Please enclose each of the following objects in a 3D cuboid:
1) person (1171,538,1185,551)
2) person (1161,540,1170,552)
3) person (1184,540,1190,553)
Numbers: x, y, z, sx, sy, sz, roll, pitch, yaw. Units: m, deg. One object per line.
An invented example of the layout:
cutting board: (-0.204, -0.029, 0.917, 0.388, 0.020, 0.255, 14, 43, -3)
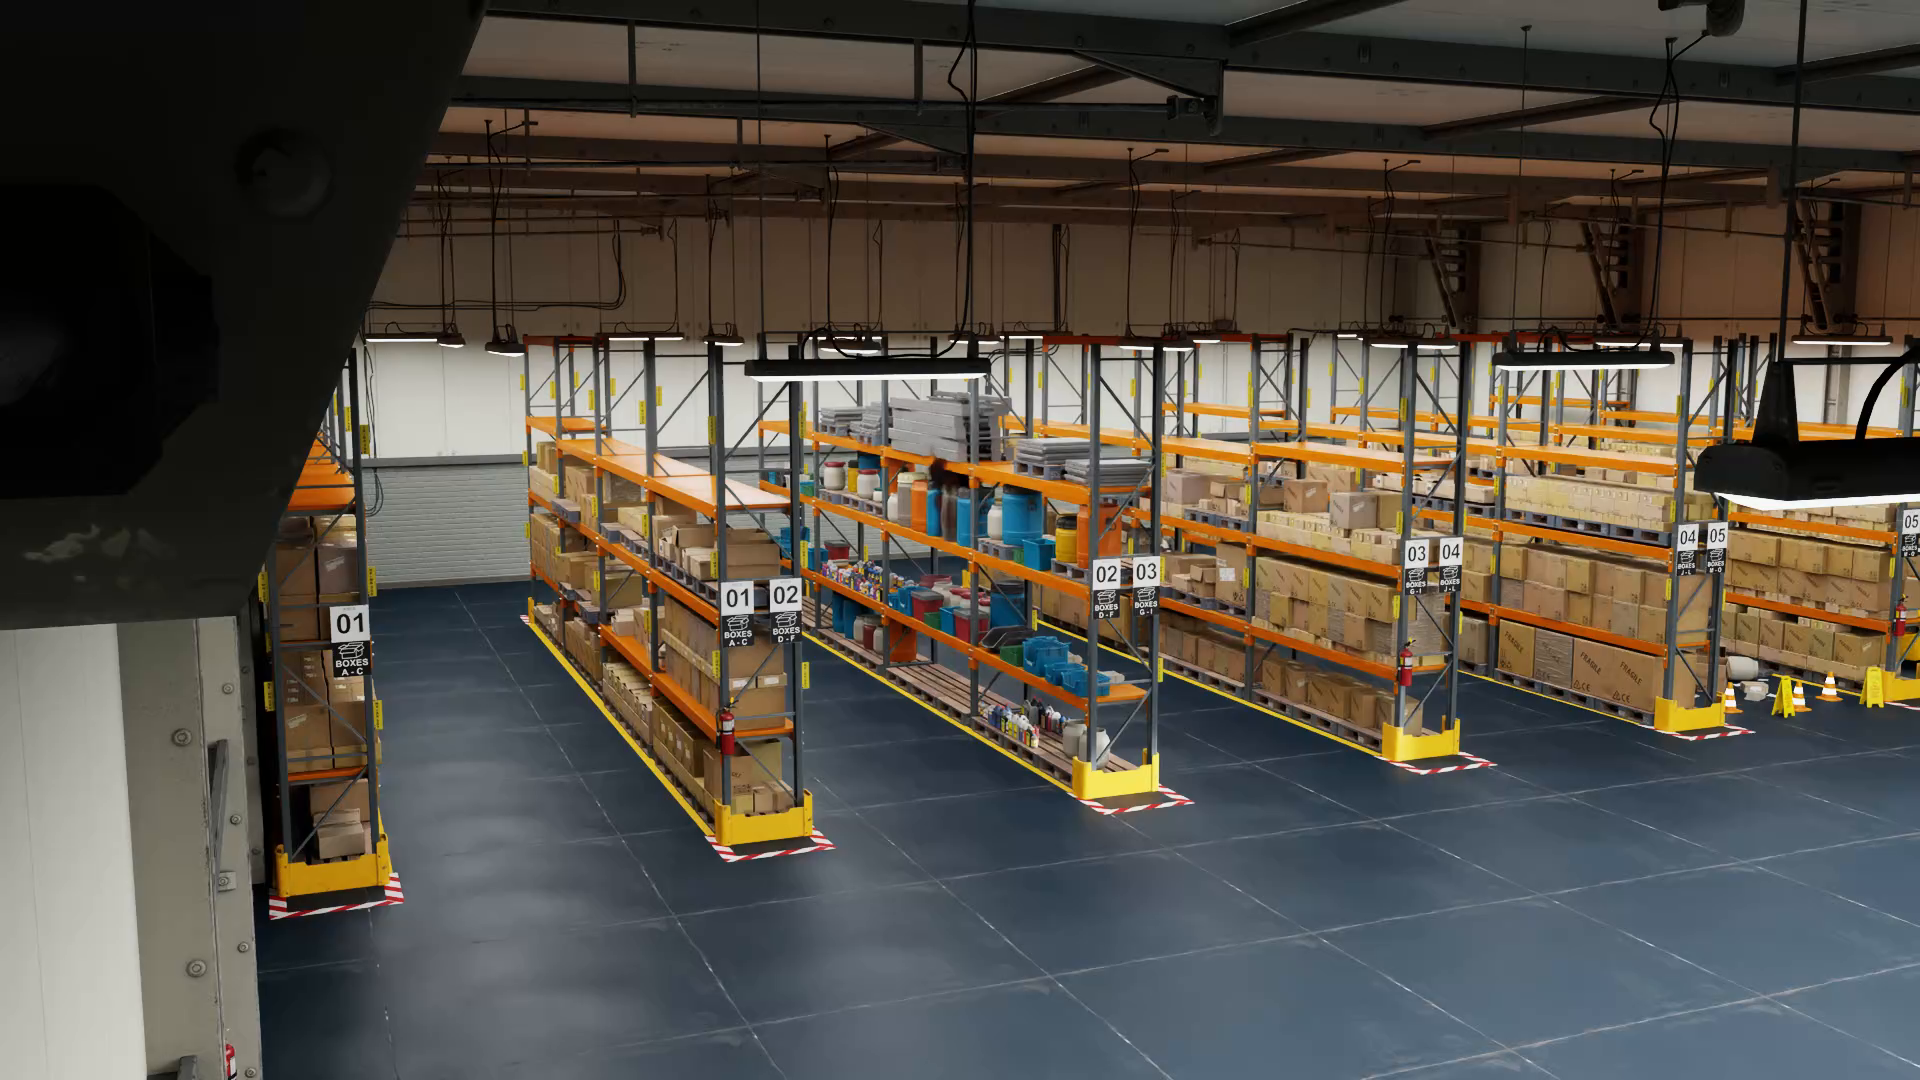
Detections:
person: (5.706, -0.250, 43.118, 0.594, 1.735, 0.808, 5, 9, 32)
person: (4.283, 0.727, 36.183, 0.691, 1.543, 1.115, -1, 8, -10)
person: (5.715, 0.033, 41.647, 0.664, 1.621, 0.532, -2, 8, -11)
